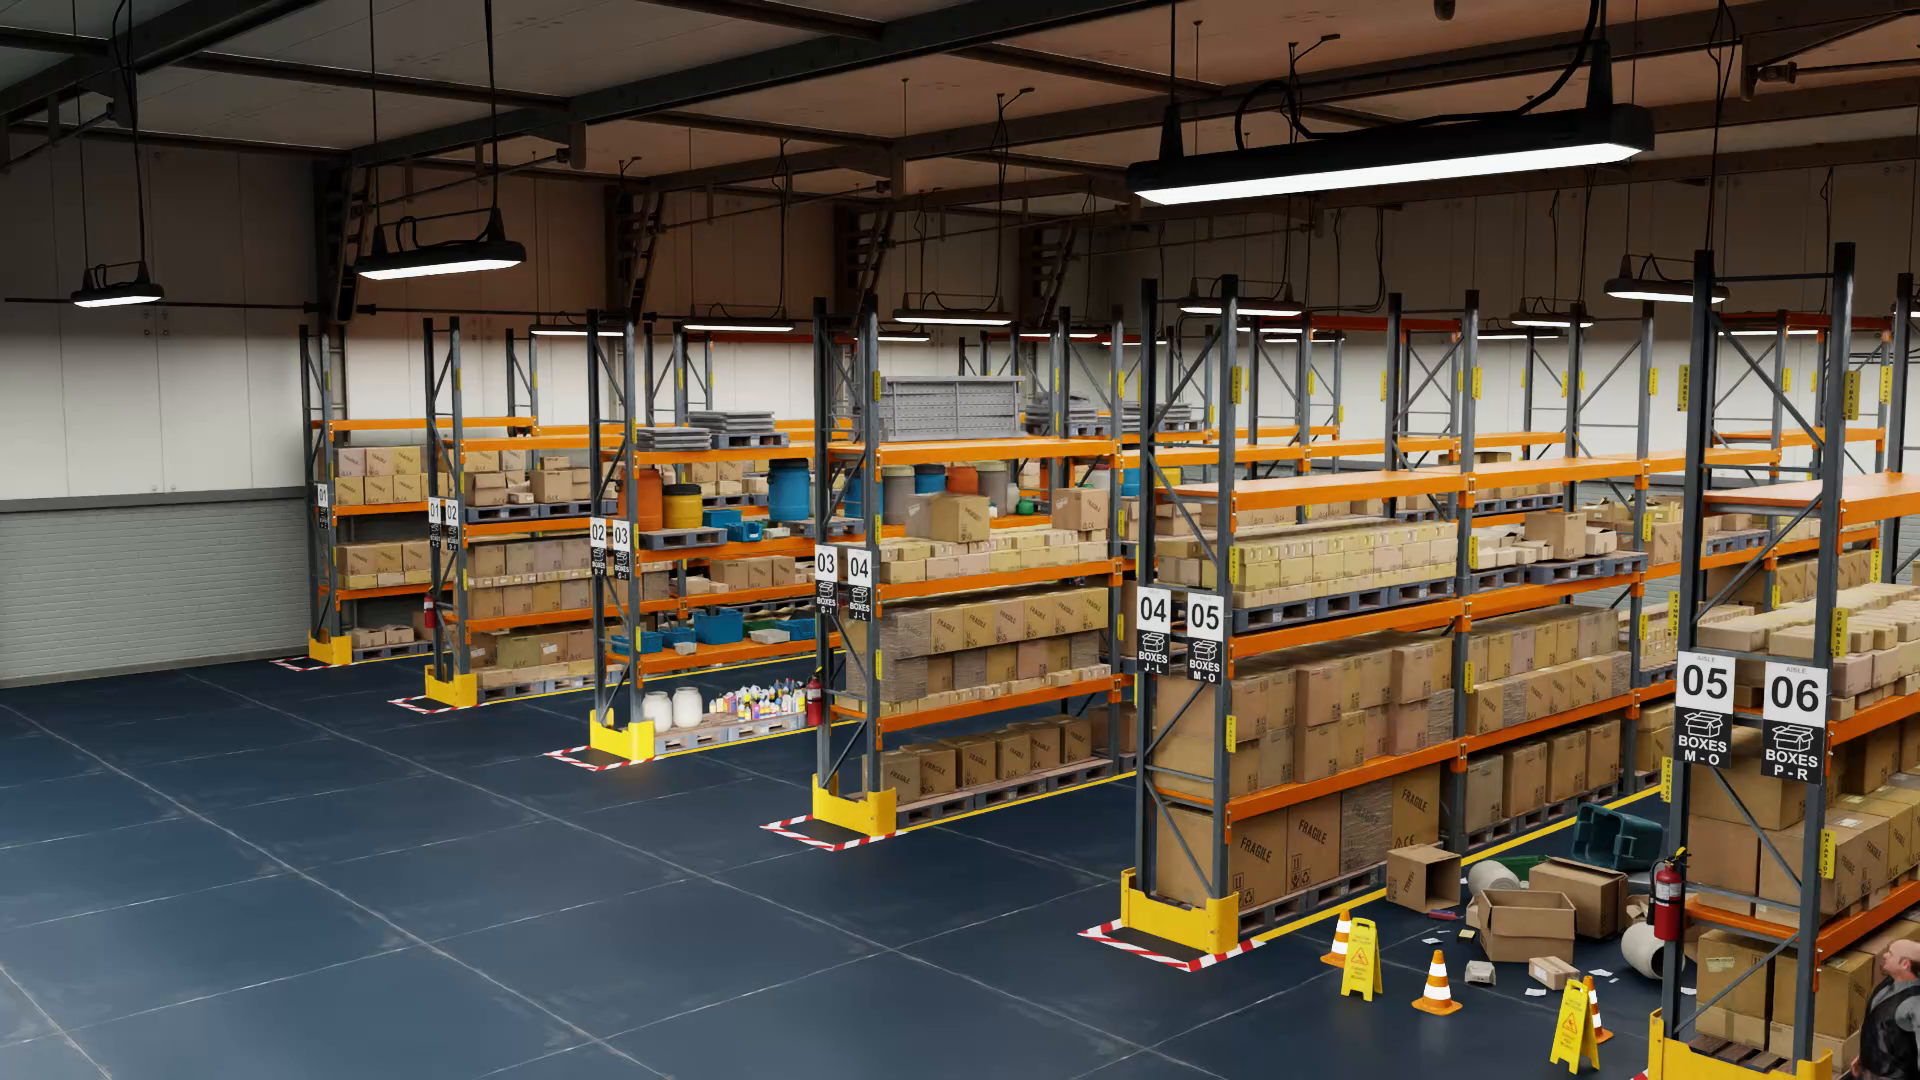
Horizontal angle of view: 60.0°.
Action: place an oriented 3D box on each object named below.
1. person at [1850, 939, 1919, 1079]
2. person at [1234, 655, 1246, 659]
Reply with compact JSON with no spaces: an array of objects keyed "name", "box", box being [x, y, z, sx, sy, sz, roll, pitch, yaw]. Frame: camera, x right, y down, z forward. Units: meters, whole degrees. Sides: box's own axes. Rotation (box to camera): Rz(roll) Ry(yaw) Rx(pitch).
[{"name":"person","box":[5.747,3.290,10.276,0.995,1.682,0.583,0,6,5]},{"name":"person","box":[3.580,2.237,20.749,0.602,1.690,0.691,-4,7,-33]}]
